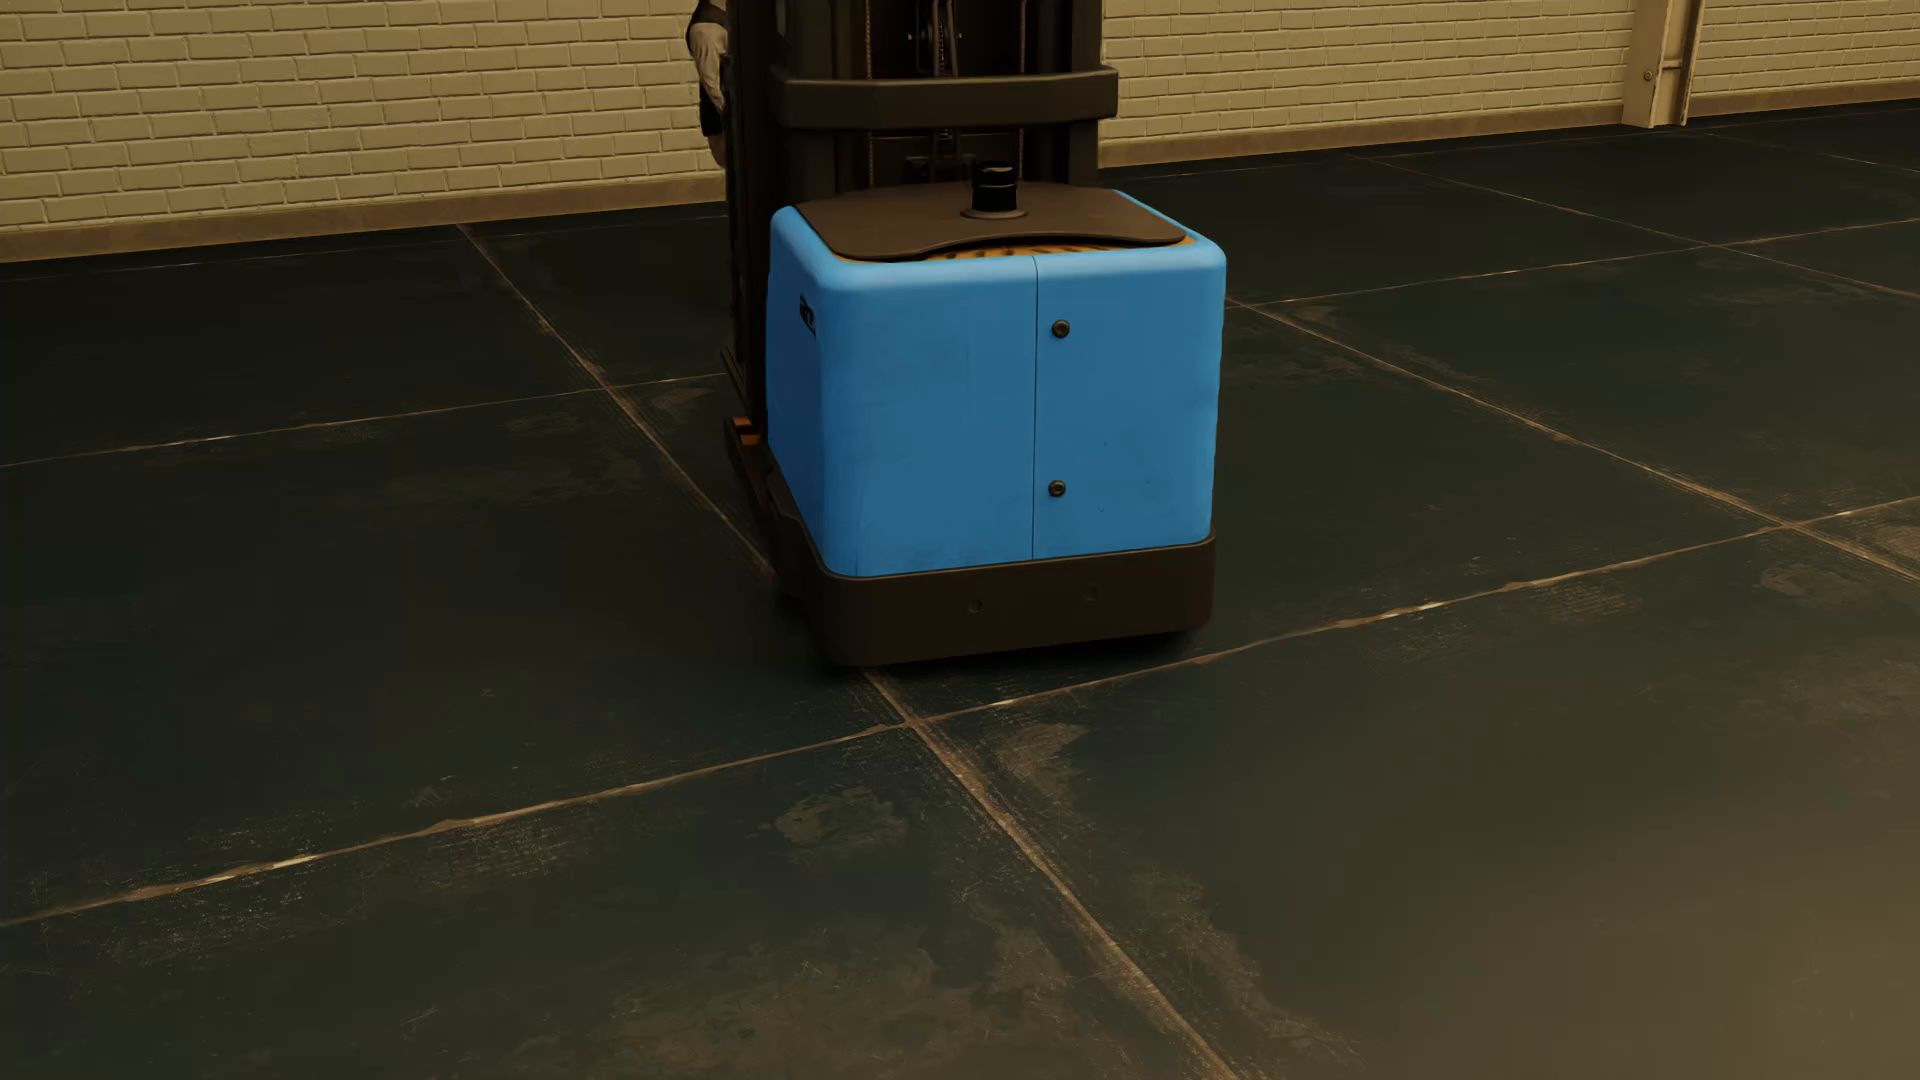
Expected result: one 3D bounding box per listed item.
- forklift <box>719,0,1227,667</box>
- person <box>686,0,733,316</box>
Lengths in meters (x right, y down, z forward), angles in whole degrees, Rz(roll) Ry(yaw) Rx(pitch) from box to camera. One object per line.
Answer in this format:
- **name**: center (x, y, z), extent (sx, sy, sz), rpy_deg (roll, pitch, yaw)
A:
- **forklift**: center (-0.193, -1.573, 5.072), extent (1.130, 2.935, 3.031), rpy_deg (-6, 23, -13)
- **person**: center (-0.927, -1.869, 7.535), extent (0.559, 1.596, 0.841), rpy_deg (8, 24, 18)
